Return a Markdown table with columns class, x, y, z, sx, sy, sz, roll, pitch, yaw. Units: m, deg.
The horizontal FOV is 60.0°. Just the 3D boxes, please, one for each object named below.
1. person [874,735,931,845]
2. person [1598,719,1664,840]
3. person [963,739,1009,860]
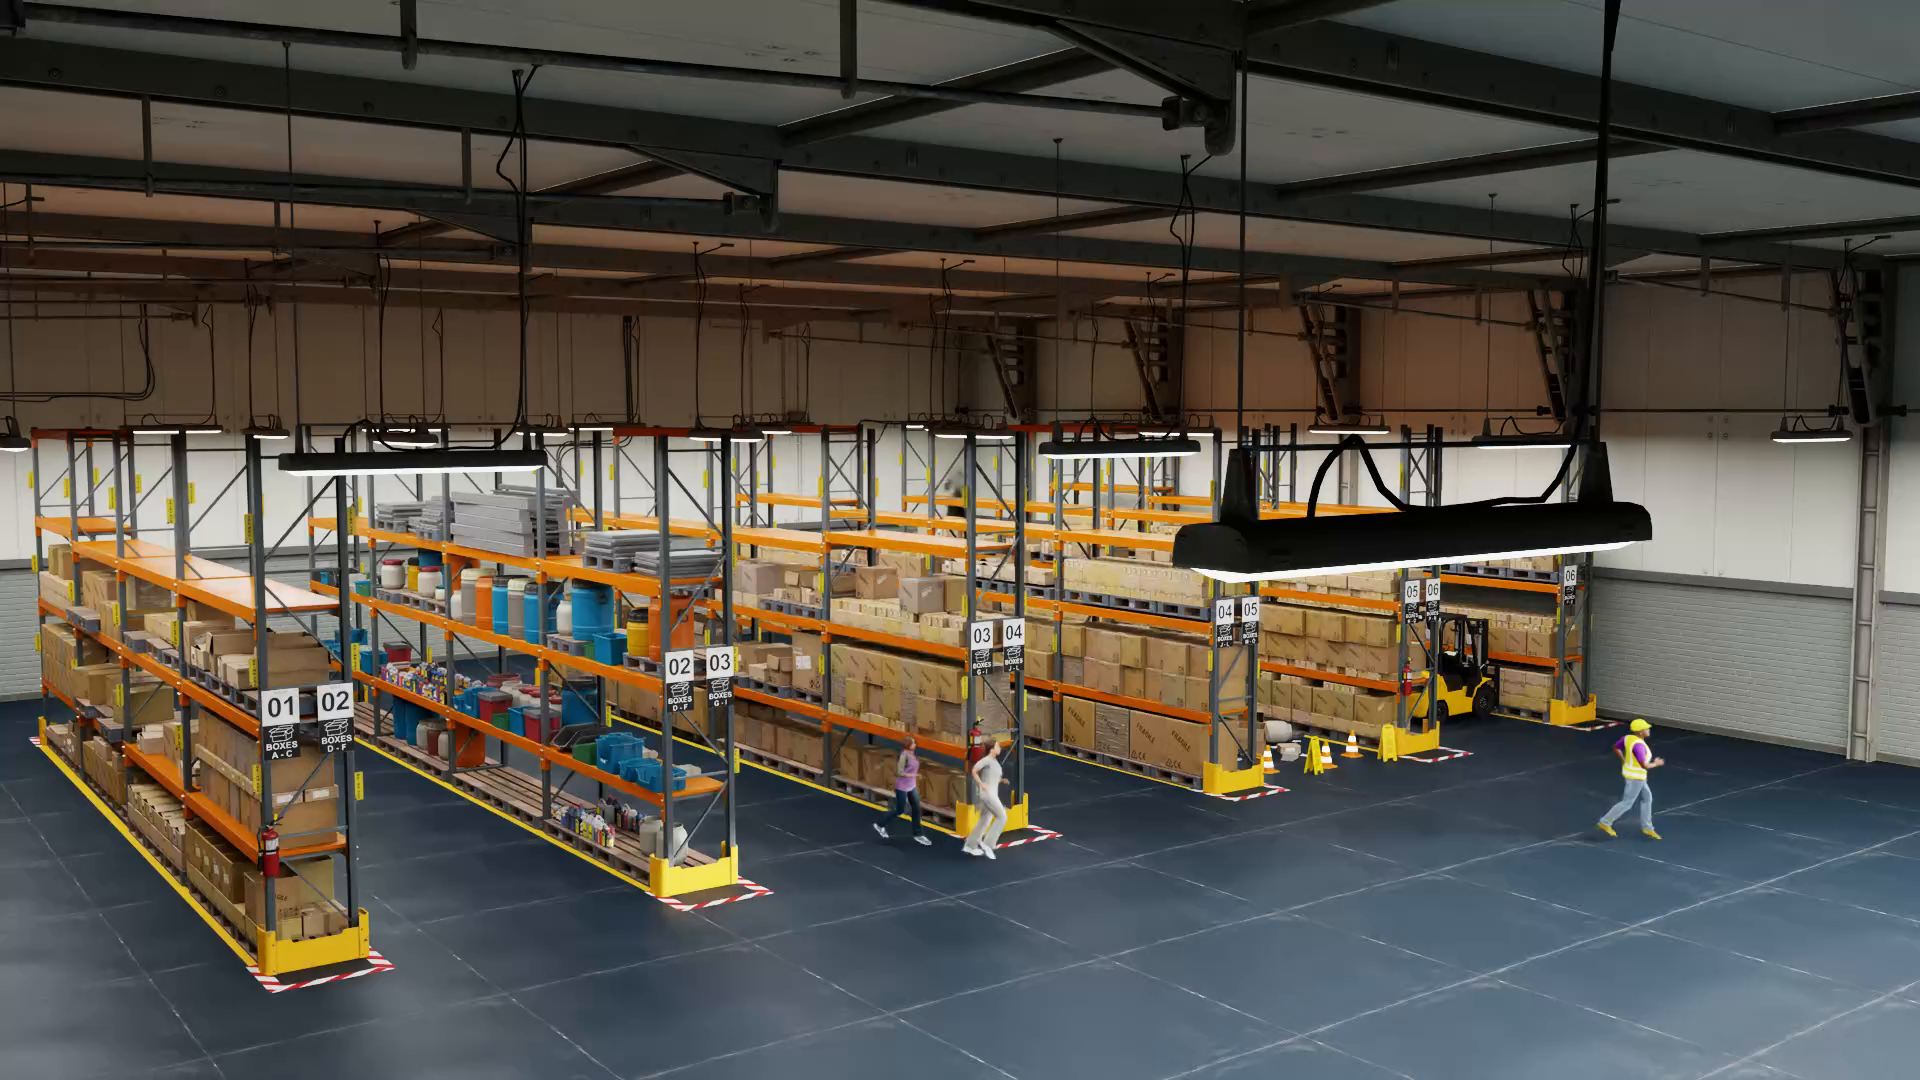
| class | x | y | z | sx | sy | sz | roll | pitch | yaw |
| --- | --- | --- | --- | --- | --- | --- | --- | --- | --- |
| person | -0.834 | 3.623 | 24.226 | 0.882 | 1.595 | 0.514 | 2 | 5 | 24 |
| person | 9.878 | 3.525 | 24.478 | 0.948 | 1.801 | 0.712 | 1 | 5 | 10 |
| person | 0.377 | 3.659 | 23.631 | 0.652 | 1.666 | 0.600 | 1 | 5 | 8 |
